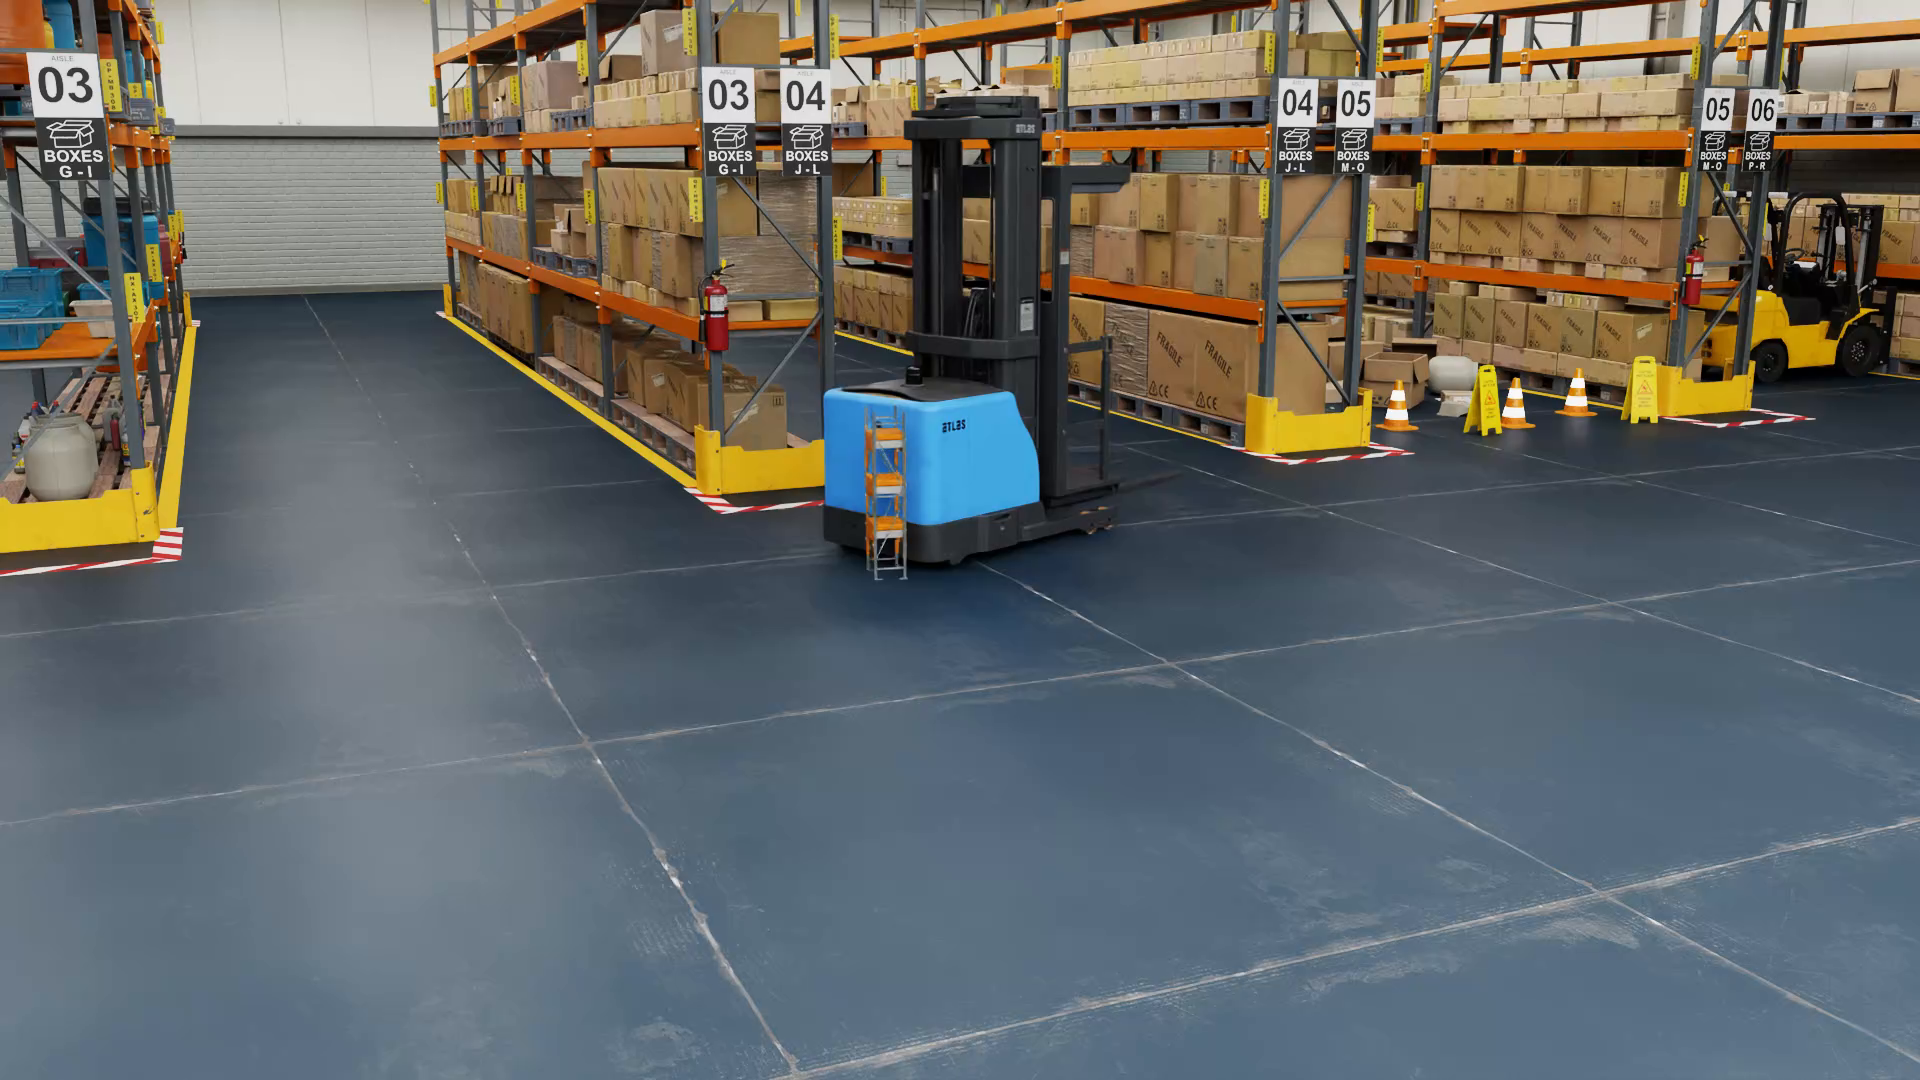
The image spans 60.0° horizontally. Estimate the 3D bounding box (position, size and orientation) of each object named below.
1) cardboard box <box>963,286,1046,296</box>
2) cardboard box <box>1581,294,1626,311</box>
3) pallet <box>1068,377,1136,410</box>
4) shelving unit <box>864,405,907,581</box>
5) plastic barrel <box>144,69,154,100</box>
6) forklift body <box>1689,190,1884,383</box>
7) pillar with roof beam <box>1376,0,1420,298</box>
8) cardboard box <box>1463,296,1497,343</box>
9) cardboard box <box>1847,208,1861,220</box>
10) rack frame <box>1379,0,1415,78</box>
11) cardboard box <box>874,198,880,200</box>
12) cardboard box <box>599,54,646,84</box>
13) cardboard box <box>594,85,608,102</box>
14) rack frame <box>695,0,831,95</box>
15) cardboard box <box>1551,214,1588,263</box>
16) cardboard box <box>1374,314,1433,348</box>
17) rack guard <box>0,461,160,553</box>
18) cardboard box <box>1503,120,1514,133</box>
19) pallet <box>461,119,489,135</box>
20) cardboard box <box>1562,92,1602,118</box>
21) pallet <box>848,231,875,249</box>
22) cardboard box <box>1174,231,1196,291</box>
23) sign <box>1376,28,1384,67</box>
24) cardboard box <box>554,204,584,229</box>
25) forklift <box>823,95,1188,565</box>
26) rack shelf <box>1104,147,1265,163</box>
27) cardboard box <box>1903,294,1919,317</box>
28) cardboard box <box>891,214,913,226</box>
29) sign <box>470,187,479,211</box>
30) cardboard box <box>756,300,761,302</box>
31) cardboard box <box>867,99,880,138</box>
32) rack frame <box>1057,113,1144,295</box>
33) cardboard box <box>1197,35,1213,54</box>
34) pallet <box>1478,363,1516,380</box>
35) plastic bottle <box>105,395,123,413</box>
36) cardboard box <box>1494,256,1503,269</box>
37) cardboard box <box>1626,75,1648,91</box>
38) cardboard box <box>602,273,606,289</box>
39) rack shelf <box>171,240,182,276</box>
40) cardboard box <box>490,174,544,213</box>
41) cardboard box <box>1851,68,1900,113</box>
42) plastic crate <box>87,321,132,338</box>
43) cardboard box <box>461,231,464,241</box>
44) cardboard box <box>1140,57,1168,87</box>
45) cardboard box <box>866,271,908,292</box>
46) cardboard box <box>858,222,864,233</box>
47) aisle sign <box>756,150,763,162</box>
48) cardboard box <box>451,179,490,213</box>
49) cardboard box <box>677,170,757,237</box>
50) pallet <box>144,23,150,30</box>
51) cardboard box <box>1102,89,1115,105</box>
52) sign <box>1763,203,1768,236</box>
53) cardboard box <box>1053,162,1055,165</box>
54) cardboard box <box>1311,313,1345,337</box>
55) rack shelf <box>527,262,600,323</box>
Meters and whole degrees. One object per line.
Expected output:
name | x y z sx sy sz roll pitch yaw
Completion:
cardboard box | 0.433 -2.750 20.658 1.050 0.750 0.750 -5 14 -22
cardboard box | 6.849 -2.529 17.710 0.380 0.149 0.250 -5 14 -21
pallet | 1.753 -1.607 17.844 1.003 0.211 1.213 -6 14 -23
shelving unit | -0.461 -0.293 10.306 0.215 1.050 0.252 -3 14 -14
plastic barrel | -10.256 -5.495 20.459 0.600 0.588 0.600 0 13 0
forklift body | 9.733 -3.034 19.707 2.313 2.155 1.214 -6 14 -23
pillar with roof beam | 3.960 -8.458 27.959 9.100 9.000 0.400 -6 14 -23
cardboard box | 6.229 -2.572 19.334 0.500 0.500 0.500 -5 14 -21
cardboard box | 11.050 -4.000 20.342 0.380 0.149 0.250 -6 14 -24
rack frame | 7.357 -8.622 28.666 1.000 3.000 0.127 -6 14 -23
cardboard box | -1.029 -4.926 24.307 0.380 0.149 0.250 -6 14 -23
cardboard box | -3.163 -4.525 16.454 0.797 0.503 0.637 -6 14 -26
cardboard box | -3.217 -4.190 15.617 0.380 0.149 0.250 -6 14 -25
rack frame | -1.463 -4.799 12.146 1.000 3.000 0.127 -6 14 -23
cardboard box | 6.754 -3.259 17.919 0.500 0.500 0.500 -6 14 -23
cardboard box | 5.803 -2.630 20.977 0.950 0.372 0.625 -5 14 -22
rack guard | -6.074 -0.222 11.221 1.175 0.500 0.348 -6 14 -23
cardboard box | 6.330 -4.638 18.661 0.380 0.149 0.250 -6 14 -25
pallet | -6.588 -5.943 23.941 1.003 0.211 1.213 -6 14 -23
cardboard box | 6.753 -4.596 17.598 0.500 0.250 0.500 -5 14 -21
pallet | -0.913 -4.268 23.582 1.003 0.211 1.213 -6 14 -23
cardboard box | 2.583 -2.687 15.996 0.875 0.550 0.550 -6 14 -23
sign | 3.633 -4.278 14.434 0.100 0.325 0.005 -6 14 -23
cardboard box | -4.414 -3.674 19.439 0.500 0.500 0.500 -8 15 -30
forklift | 0.462 -1.535 11.503 1.130 2.935 3.031 12 18 42
rack shelf | 3.612 -5.948 25.360 1.077 0.370 4.000 -6 14 -23
cardboard box | 11.484 -2.744 19.523 0.500 0.250 0.500 -5 14 -22
cardboard box | -0.697 -4.244 22.020 0.380 0.149 0.250 -5 14 -22
sign | -6.778 -4.765 23.210 0.100 0.325 0.005 -6 14 -23
cardboard box | -1.441 -1.887 13.429 0.380 0.149 0.250 -6 14 -23
cardboard box | -0.953 -5.767 22.760 0.500 0.500 0.500 -6 14 -23
rack frame | 1.520 -3.129 18.239 1.000 3.000 0.127 -6 14 -23
cardboard box | 2.370 -4.481 15.061 0.380 0.149 0.250 -5 14 -22
pallet | 6.317 -2.103 19.989 1.003 0.211 1.213 -6 14 -23
plastic bottle | -7.213 -1.059 14.191 0.144 0.351 0.185 -6 14 -23
cardboard box | 6.333 -3.175 18.992 0.380 0.149 0.250 -6 14 -23
cardboard box | 7.024 -4.649 16.943 0.380 0.149 0.250 -6 14 -24
cardboard box | -3.254 -2.508 16.112 0.380 0.149 0.250 -6 14 -23
rack shelf | -11.609 -3.970 23.468 1.077 0.370 4.000 -6 14 -23
cardboard box | -6.006 -4.761 22.843 0.797 0.503 0.637 -6 14 -24
cardboard box | 11.245 -5.399 20.013 0.797 0.503 0.637 -5 14 -21
plastic crate | -6.065 -1.514 11.844 0.298 0.136 0.250 -6 14 -23
cardboard box | -7.308 -4.584 25.082 0.380 0.149 0.250 -5 14 -22
cardboard box | 2.069 -4.477 15.928 0.500 0.250 0.500 -5 14 -22
cardboard box | -0.998 -3.635 23.374 0.500 0.250 0.500 -5 14 -22
cardboard box | -1.210 -4.364 23.198 0.380 0.149 0.250 -5 14 -21
aisle sign | -3.591 -6.863 28.606 0.394 0.787 0.004 -6 14 -23
cardboard box | -7.514 -5.285 25.564 0.500 0.500 0.500 -6 14 -24
cardboard box | -1.909 -2.648 13.060 0.500 0.500 0.500 -6 14 -23
pallet | -10.448 -6.375 20.265 1.003 0.211 1.213 -6 14 -23
cardboard box | 1.659 -4.459 16.735 0.380 0.149 0.250 -6 14 -24
sign | 8.115 -3.242 16.804 0.100 0.325 0.005 -6 14 -23
cardboard box | 1.829 -6.456 28.735 0.380 0.149 0.250 -6 14 -23
cardboard box | 4.396 -2.582 19.736 0.500 0.500 0.500 -6 14 -23
rack shelf | -3.866 -2.765 18.260 1.077 0.370 4.000 -6 14 -23
